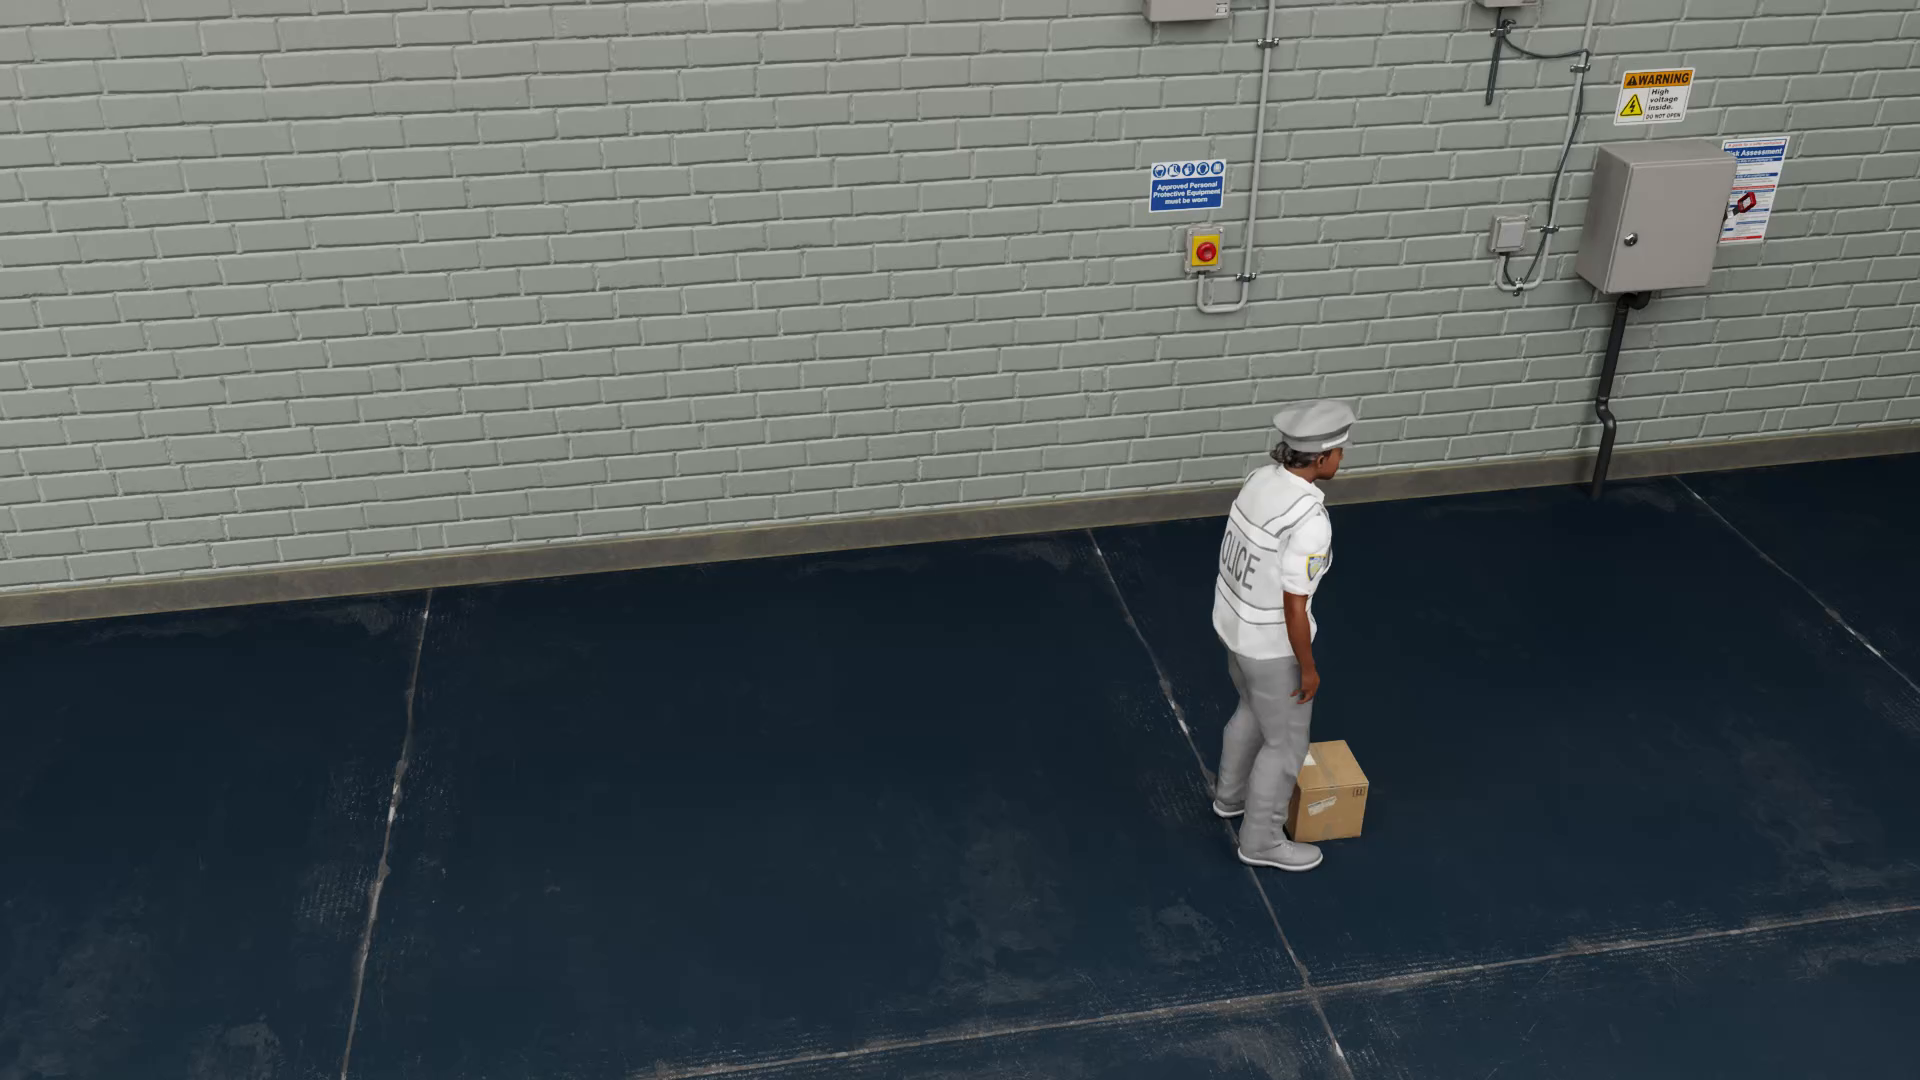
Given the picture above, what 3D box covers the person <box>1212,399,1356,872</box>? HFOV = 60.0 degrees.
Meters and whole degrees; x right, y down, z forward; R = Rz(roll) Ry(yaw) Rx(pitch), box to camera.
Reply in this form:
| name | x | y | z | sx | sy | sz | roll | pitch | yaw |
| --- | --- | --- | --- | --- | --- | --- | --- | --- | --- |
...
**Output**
| name | x | y | z | sx | sy | sz | roll | pitch | yaw |
| --- | --- | --- | --- | --- | --- | --- | --- | --- | --- |
| person | 1.064 | 0.328 | 5.584 | 0.398 | 1.659 | 0.528 | -7 | 32 | -12 |
